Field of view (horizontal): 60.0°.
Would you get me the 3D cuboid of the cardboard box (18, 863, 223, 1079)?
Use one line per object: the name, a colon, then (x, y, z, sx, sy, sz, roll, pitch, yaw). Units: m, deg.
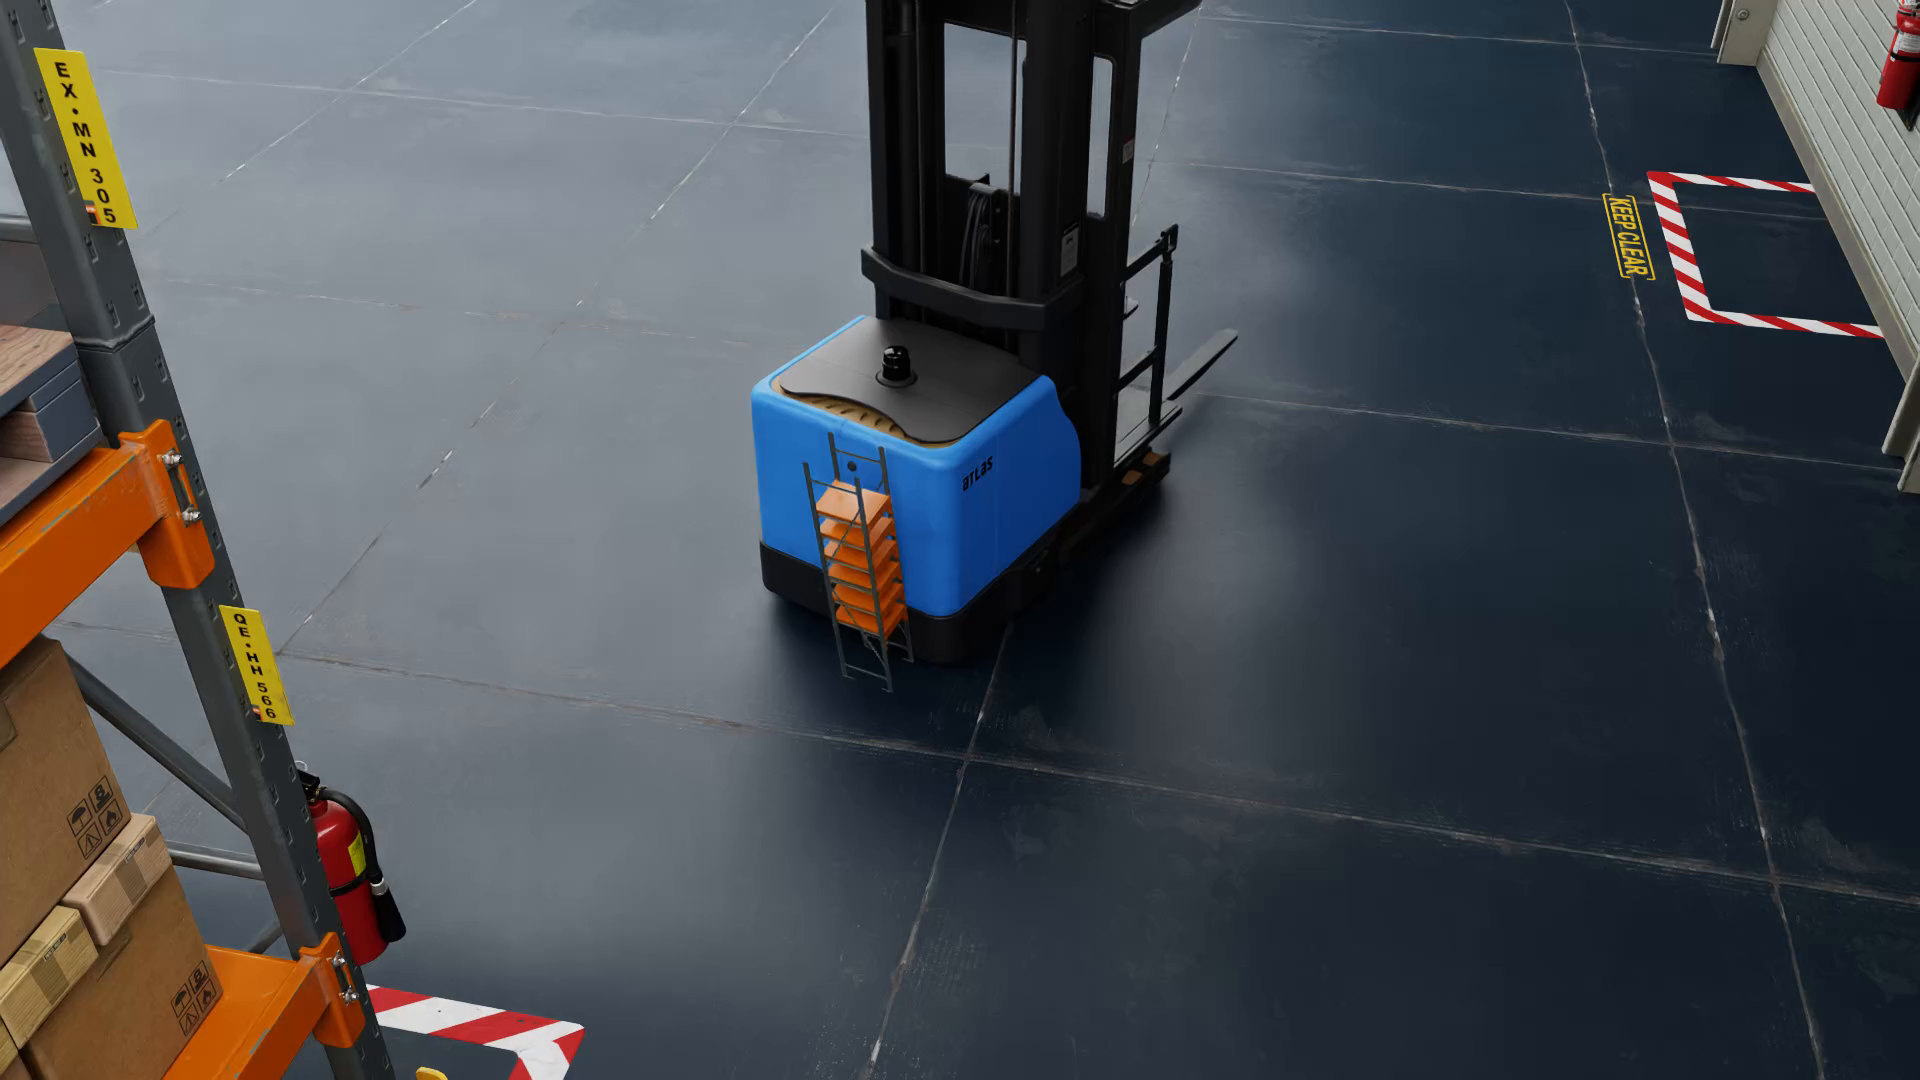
cardboard box: (-2.172, 0.991, 3.741, 0.700, 0.500, 0.500, 7, 37, 10)

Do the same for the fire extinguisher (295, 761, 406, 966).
fire extinguisher: (-1.581, 0.787, 4.174, 0.296, 0.674, 0.183, 7, 37, 10)

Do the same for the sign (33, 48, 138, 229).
sign: (-1.533, -0.700, 2.916, 0.100, 0.325, 0.005, 7, 37, 10)

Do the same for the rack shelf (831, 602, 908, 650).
rack shelf: (-0.365, 0.317, 6.754, 0.258, 0.103, 0.180, 17, 49, 22)

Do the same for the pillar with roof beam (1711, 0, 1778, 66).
pillar with roof beam: (1.833, -7.954, 11.057, 9.100, 9.000, 0.400, 7, 37, 10)

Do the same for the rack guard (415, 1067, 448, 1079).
rack guard: (-2.055, 1.764, 4.890, 1.175, 0.500, 0.348, 7, 37, 10)

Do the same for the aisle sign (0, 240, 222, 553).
aisle sign: (-1.759, -0.288, 3.376, 0.394, 0.787, 0.004, 7, 37, 10)

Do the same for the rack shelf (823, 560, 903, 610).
rack shelf: (-0.383, 0.146, 6.587, 0.258, 0.103, 0.180, 17, 49, 22)

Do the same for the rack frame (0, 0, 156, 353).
rack frame: (-2.060, -1.664, 2.377, 1.000, 3.000, 0.127, 7, 37, 10)

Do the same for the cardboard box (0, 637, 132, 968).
cardboard box: (-2.184, 0.496, 3.319, 0.700, 0.500, 0.500, 7, 37, 10)

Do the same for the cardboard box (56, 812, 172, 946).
cardboard box: (-1.956, 0.705, 3.583, 0.380, 0.149, 0.250, 7, 36, 9)

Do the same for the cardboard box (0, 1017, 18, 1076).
cardboard box: (-2.065, 1.002, 3.173, 0.380, 0.149, 0.250, 7, 36, 9)

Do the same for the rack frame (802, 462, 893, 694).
rack frame: (-0.428, 0.173, 6.500, 0.240, 1.200, 0.006, 17, 49, 22)

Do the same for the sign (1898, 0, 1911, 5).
sign: (5.541, -3.276, 9.684, 0.001, 0.329, 0.234, 7, 37, 10)

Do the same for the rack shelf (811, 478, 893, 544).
rack shelf: (-0.410, -0.111, 6.337, 0.258, 0.103, 0.180, 17, 49, 22)

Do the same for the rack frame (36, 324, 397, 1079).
rack frame: (-2.060, 0.765, 4.138, 1.000, 3.000, 0.127, 7, 37, 10)

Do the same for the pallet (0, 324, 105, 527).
pallet: (-2.236, -0.011, 2.729, 1.003, 0.211, 1.213, 7, 37, 10)

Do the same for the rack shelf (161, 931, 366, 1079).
rack shelf: (-2.487, 2.203, 2.767, 1.077, 0.370, 4.000, 7, 37, 10)

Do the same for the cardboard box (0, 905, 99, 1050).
cardboard box: (-2.010, 0.855, 3.376, 0.380, 0.149, 0.250, 8, 37, 11)

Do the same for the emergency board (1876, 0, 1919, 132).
emergency board: (5.322, -2.958, 9.275, 0.194, 1.169, 0.643, 7, 37, 10)

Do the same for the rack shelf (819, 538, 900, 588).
rack shelf: (-0.392, 0.060, 6.504, 0.258, 0.103, 0.180, 17, 49, 22)

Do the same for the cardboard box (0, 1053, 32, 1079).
cardboard box: (-2.280, 1.293, 3.325, 0.700, 0.500, 0.500, 8, 37, 11)

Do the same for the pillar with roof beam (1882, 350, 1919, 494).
pillar with roof beam: (0.552, -4.515, 6.311, 9.100, 9.000, 0.400, 7, 37, 10)

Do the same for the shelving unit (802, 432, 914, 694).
shelving unit: (-0.386, 0.114, 6.556, 0.258, 1.200, 0.189, 17, 49, 22)

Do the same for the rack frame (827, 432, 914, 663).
rack frame: (-0.345, 0.055, 6.613, 0.240, 1.200, 0.006, 17, 49, 22)

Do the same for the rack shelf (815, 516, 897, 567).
rack shelf: (-0.401, -0.026, 6.420, 0.258, 0.103, 0.180, 17, 49, 22)

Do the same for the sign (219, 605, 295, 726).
sign: (-1.533, 0.277, 3.624, 0.100, 0.325, 0.005, 7, 37, 10)

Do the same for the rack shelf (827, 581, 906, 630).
rack shelf: (-0.374, 0.231, 6.671, 0.258, 0.103, 0.180, 17, 49, 22)

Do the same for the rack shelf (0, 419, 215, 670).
rack shelf: (-2.487, 0.989, 1.887, 1.077, 0.370, 4.000, 7, 37, 10)

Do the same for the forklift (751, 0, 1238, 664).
forklift: (0.368, -1.498, 7.319, 1.130, 2.935, 3.031, 22, 41, 27)
